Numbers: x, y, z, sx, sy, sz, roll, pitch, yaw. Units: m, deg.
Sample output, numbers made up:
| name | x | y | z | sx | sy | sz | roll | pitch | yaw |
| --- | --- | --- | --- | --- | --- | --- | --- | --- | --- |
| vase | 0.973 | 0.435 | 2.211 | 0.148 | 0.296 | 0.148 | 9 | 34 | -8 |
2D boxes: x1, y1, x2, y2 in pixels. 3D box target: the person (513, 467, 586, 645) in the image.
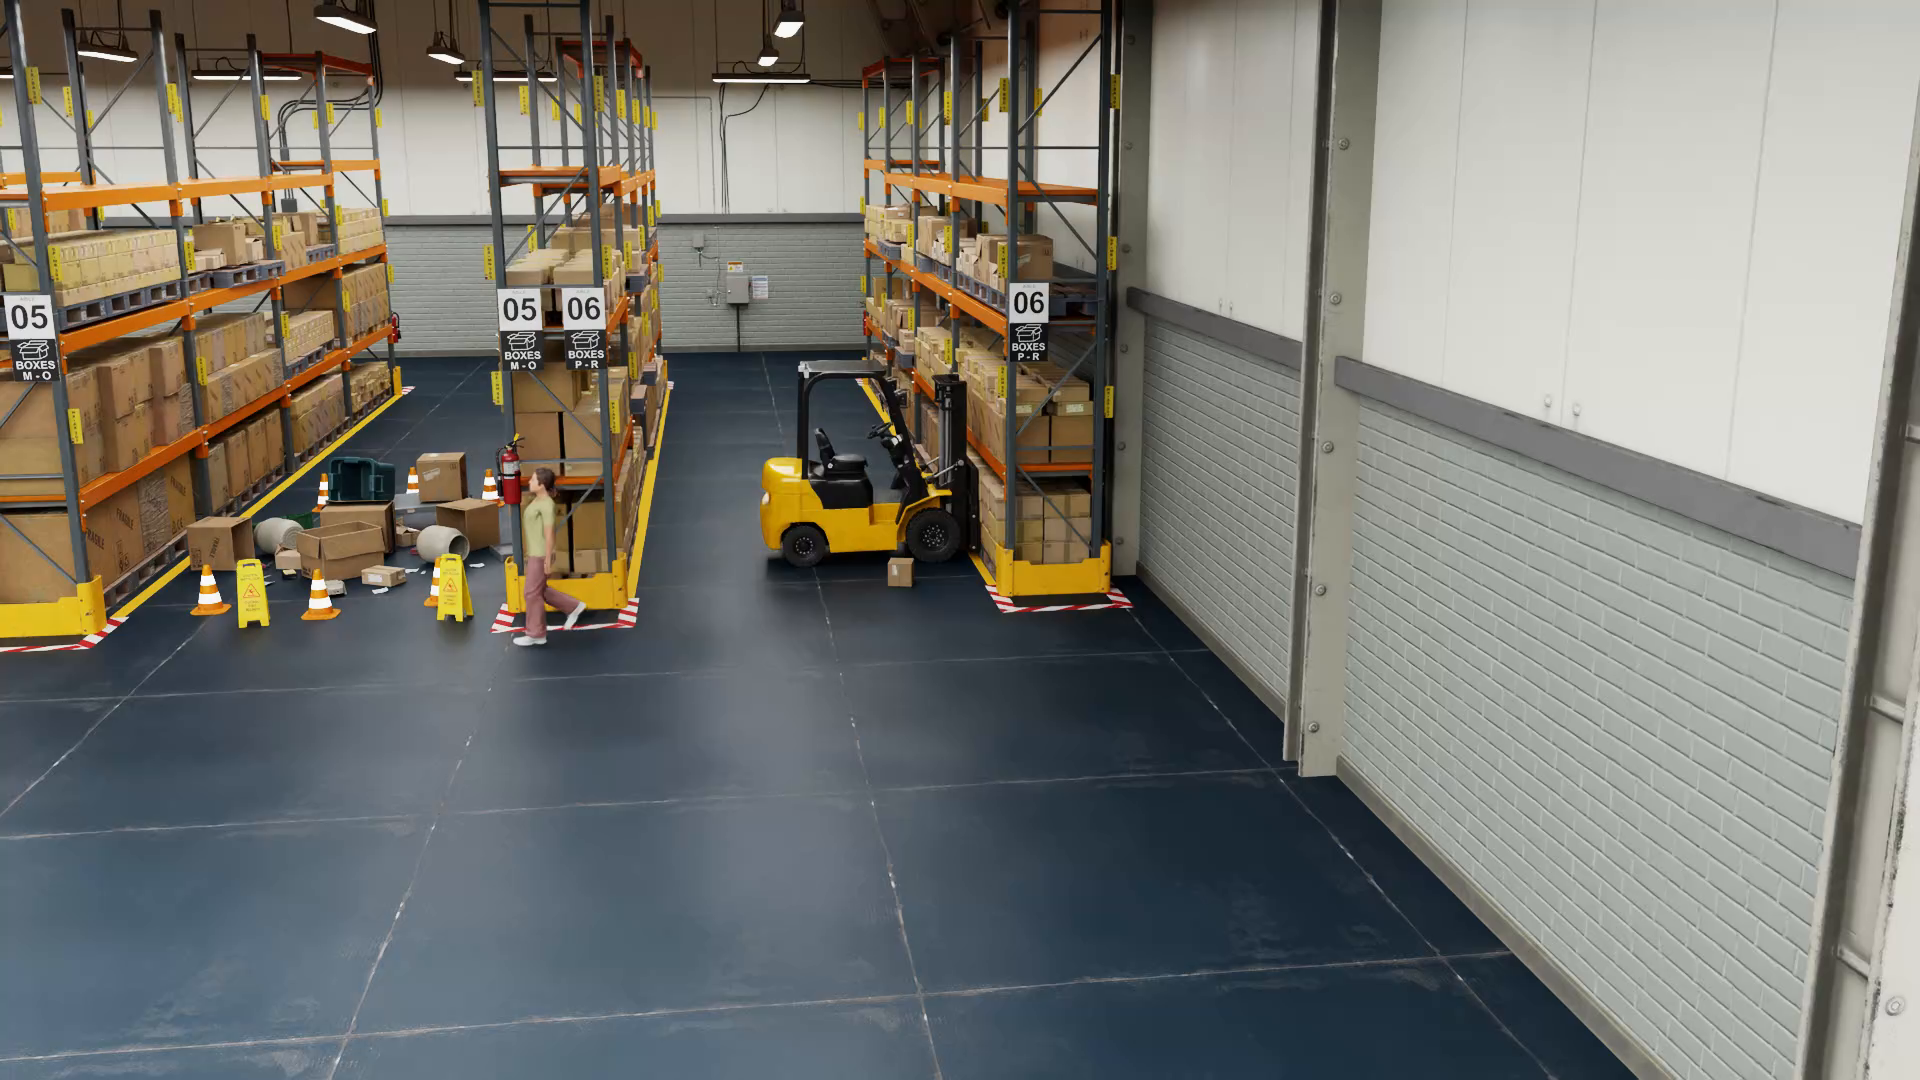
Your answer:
| name | x | y | z | sx | sy | sz | roll | pitch | yaw |
| --- | --- | --- | --- | --- | --- | --- | --- | --- | --- |
| person | -3.820 | 0.137 | 15.358 | 0.701 | 1.652 | 0.447 | -5 | 14 | -22 |
